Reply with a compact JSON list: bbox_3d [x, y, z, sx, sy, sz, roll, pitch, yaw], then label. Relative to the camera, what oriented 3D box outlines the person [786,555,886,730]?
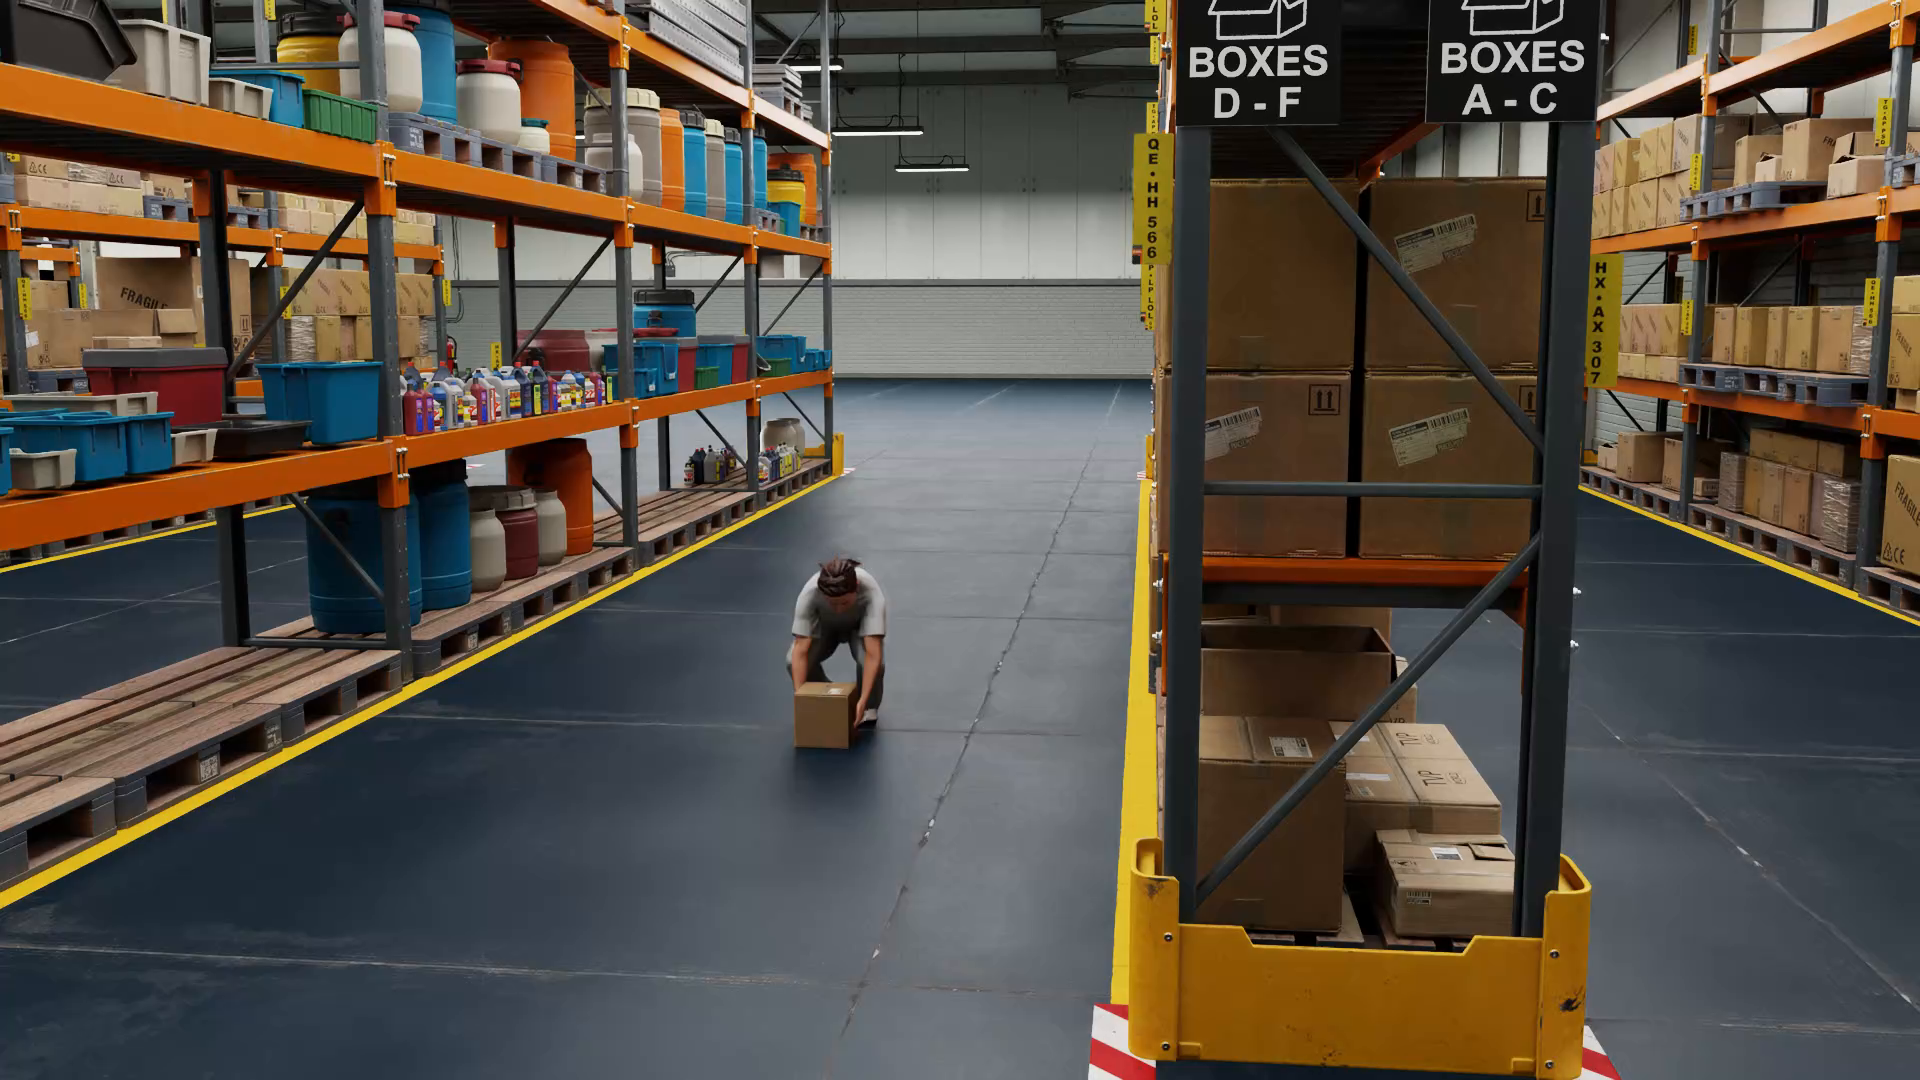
[{"bbox_3d":[-0.570,0.468,7.952,0.484,0.846,0.801,1,8,6],"label":"person"}]
